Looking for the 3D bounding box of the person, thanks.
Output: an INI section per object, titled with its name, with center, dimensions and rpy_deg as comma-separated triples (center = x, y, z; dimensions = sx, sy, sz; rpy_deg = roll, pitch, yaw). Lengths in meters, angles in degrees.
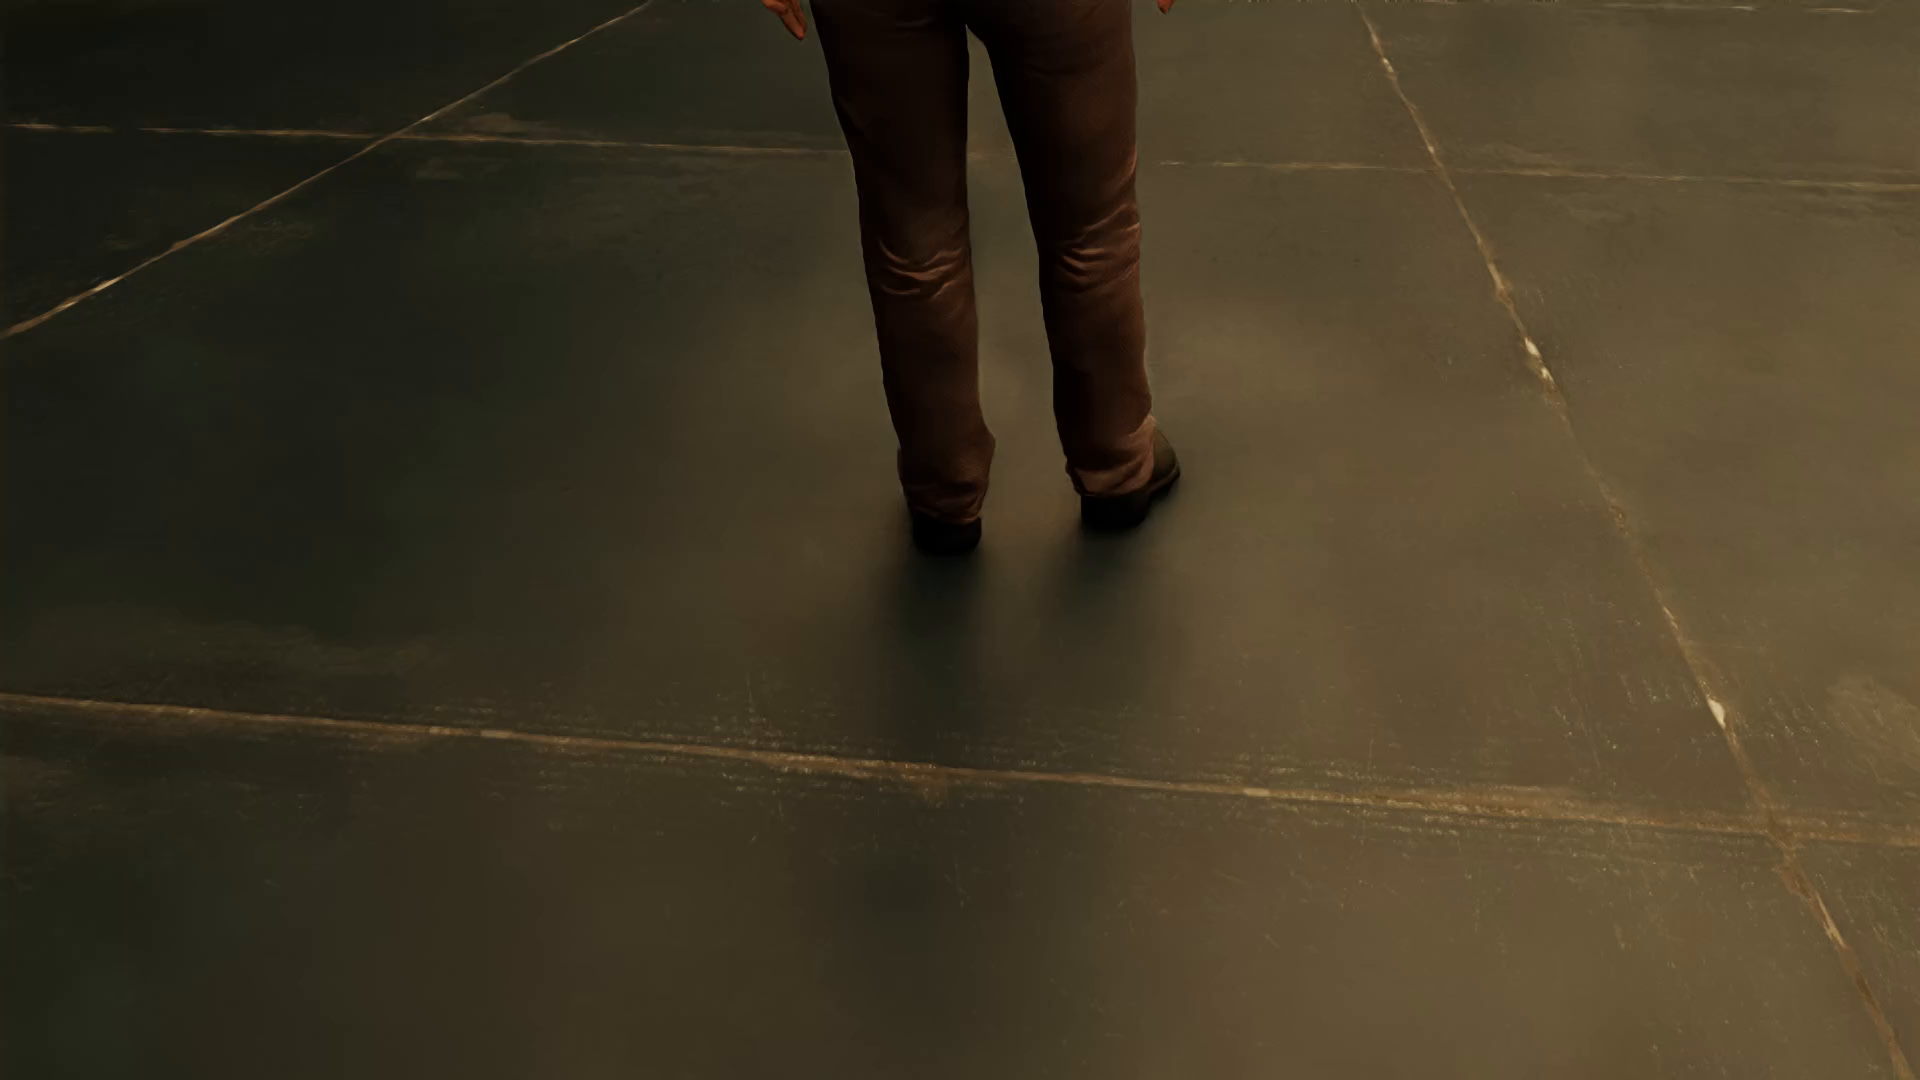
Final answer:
[person]
center = 0.016, -0.804, 2.167
dimensions = 0.632, 1.720, 0.567
rpy_deg = 3, 27, 7
